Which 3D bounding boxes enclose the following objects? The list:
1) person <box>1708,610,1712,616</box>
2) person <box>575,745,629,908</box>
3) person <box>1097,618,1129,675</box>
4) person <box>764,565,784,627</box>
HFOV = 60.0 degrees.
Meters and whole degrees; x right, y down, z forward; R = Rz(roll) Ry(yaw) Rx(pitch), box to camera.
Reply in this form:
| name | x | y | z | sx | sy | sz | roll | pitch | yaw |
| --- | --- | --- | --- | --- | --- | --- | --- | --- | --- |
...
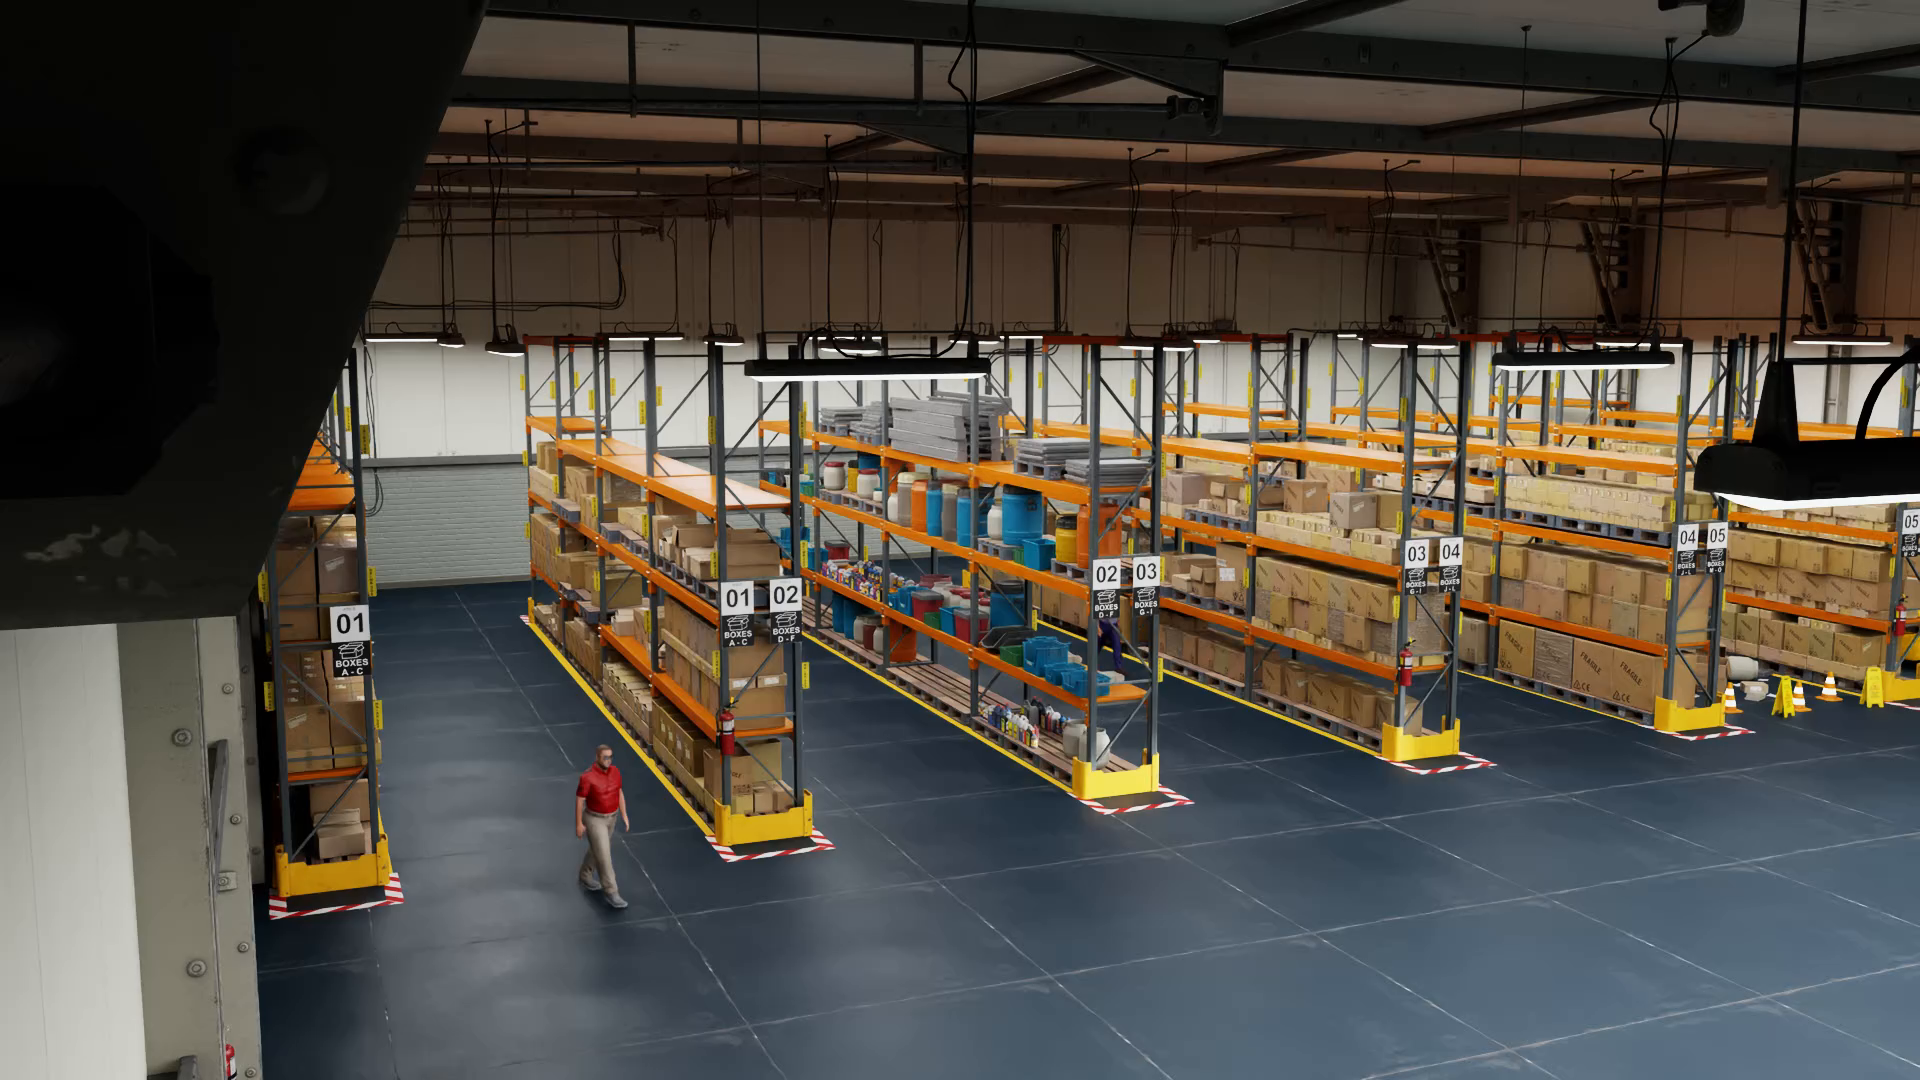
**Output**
| name | x | y | z | sx | sy | sz | roll | pitch | yaw |
| --- | --- | --- | --- | --- | --- | --- | --- | --- | --- |
| person | 15.307 | 1.013 | 34.055 | 0.553 | 1.622 | 0.675 | -6 | 10 | -37 |
| person | -3.883 | 3.067 | 18.176 | 0.938 | 1.681 | 0.571 | 4 | 9 | 28 |
| person | 2.656 | 1.589 | 29.763 | 0.566 | 1.570 | 1.053 | -3 | 8 | -24 |
| person | -3.785 | 1.056 | 33.151 | 0.544 | 1.735 | 0.695 | 2 | 8 | 17 |
